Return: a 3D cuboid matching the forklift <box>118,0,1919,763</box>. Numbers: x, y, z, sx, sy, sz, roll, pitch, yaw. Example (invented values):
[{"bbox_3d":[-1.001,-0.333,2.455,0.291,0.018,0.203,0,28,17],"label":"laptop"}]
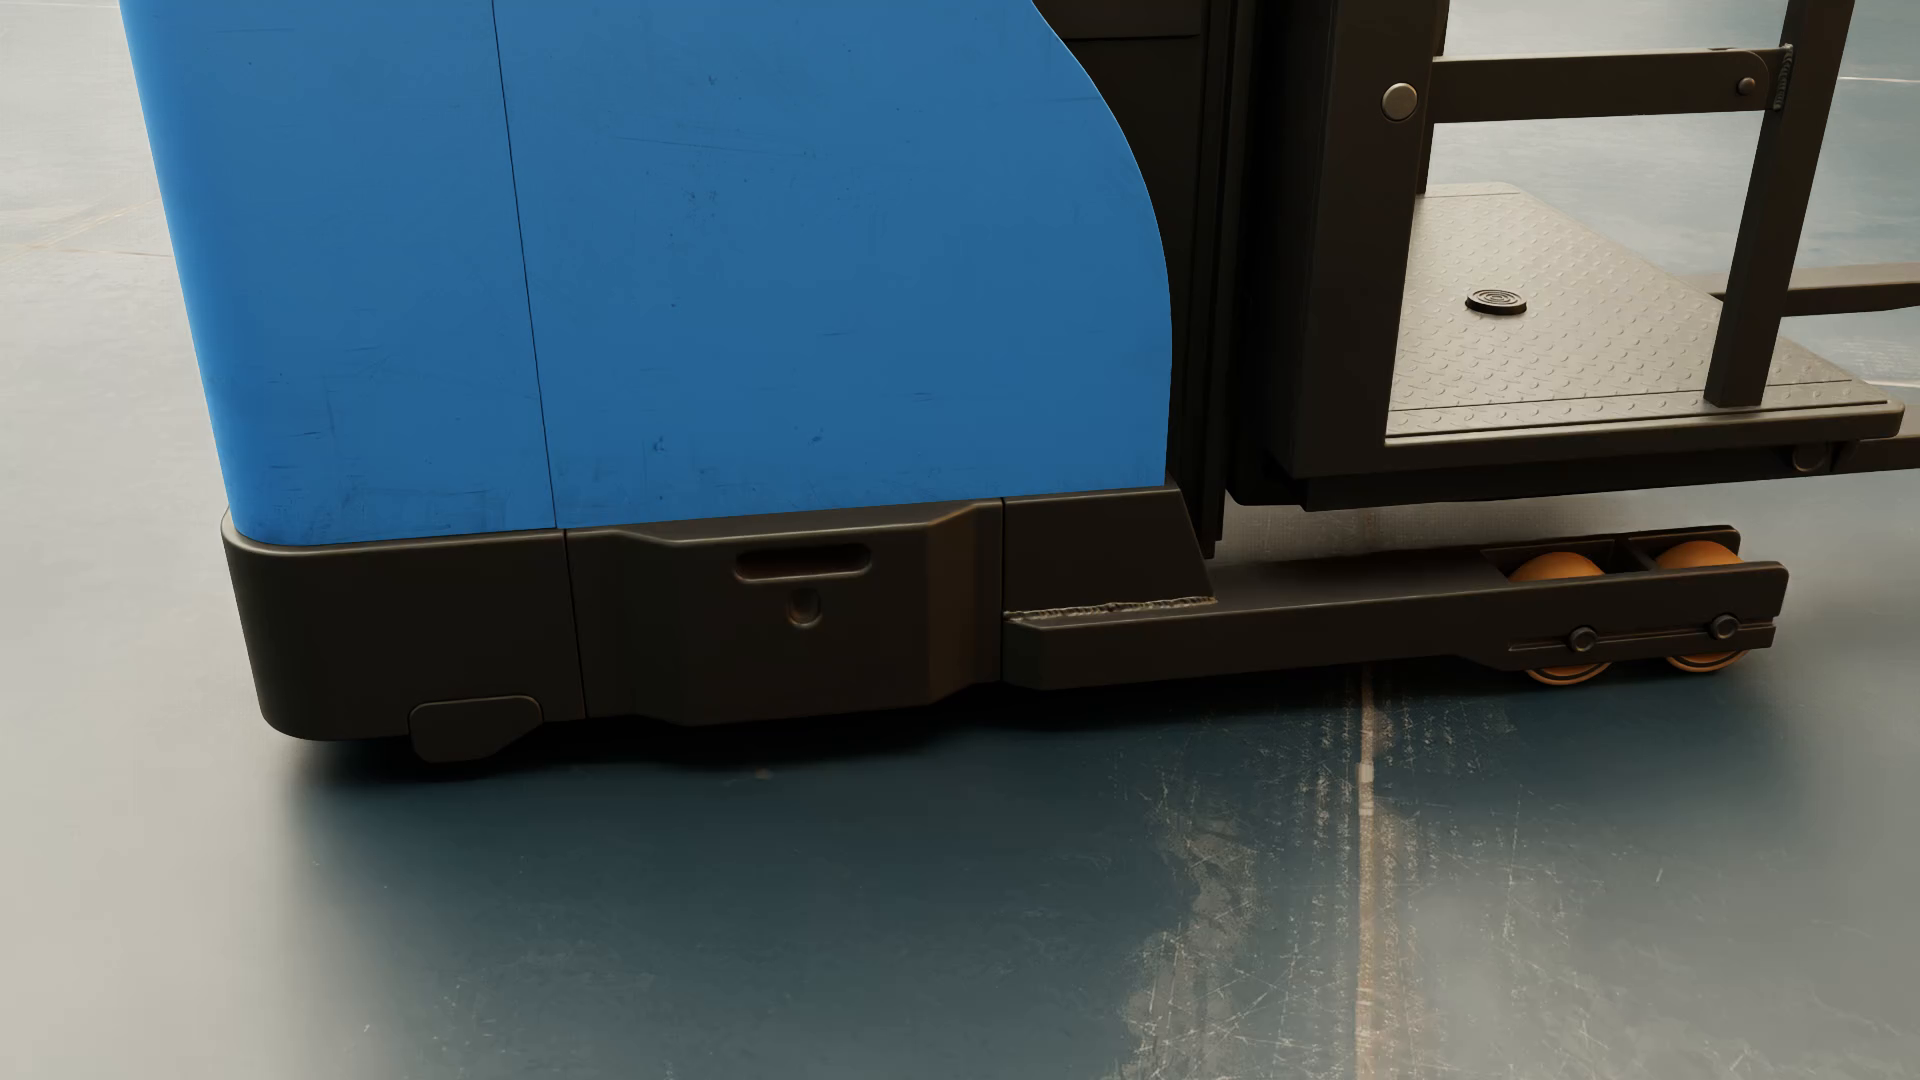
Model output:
[{"bbox_3d":[0.600,-1.354,1.930,3.031,2.935,1.130,-4,27,-9],"label":"forklift"}]
